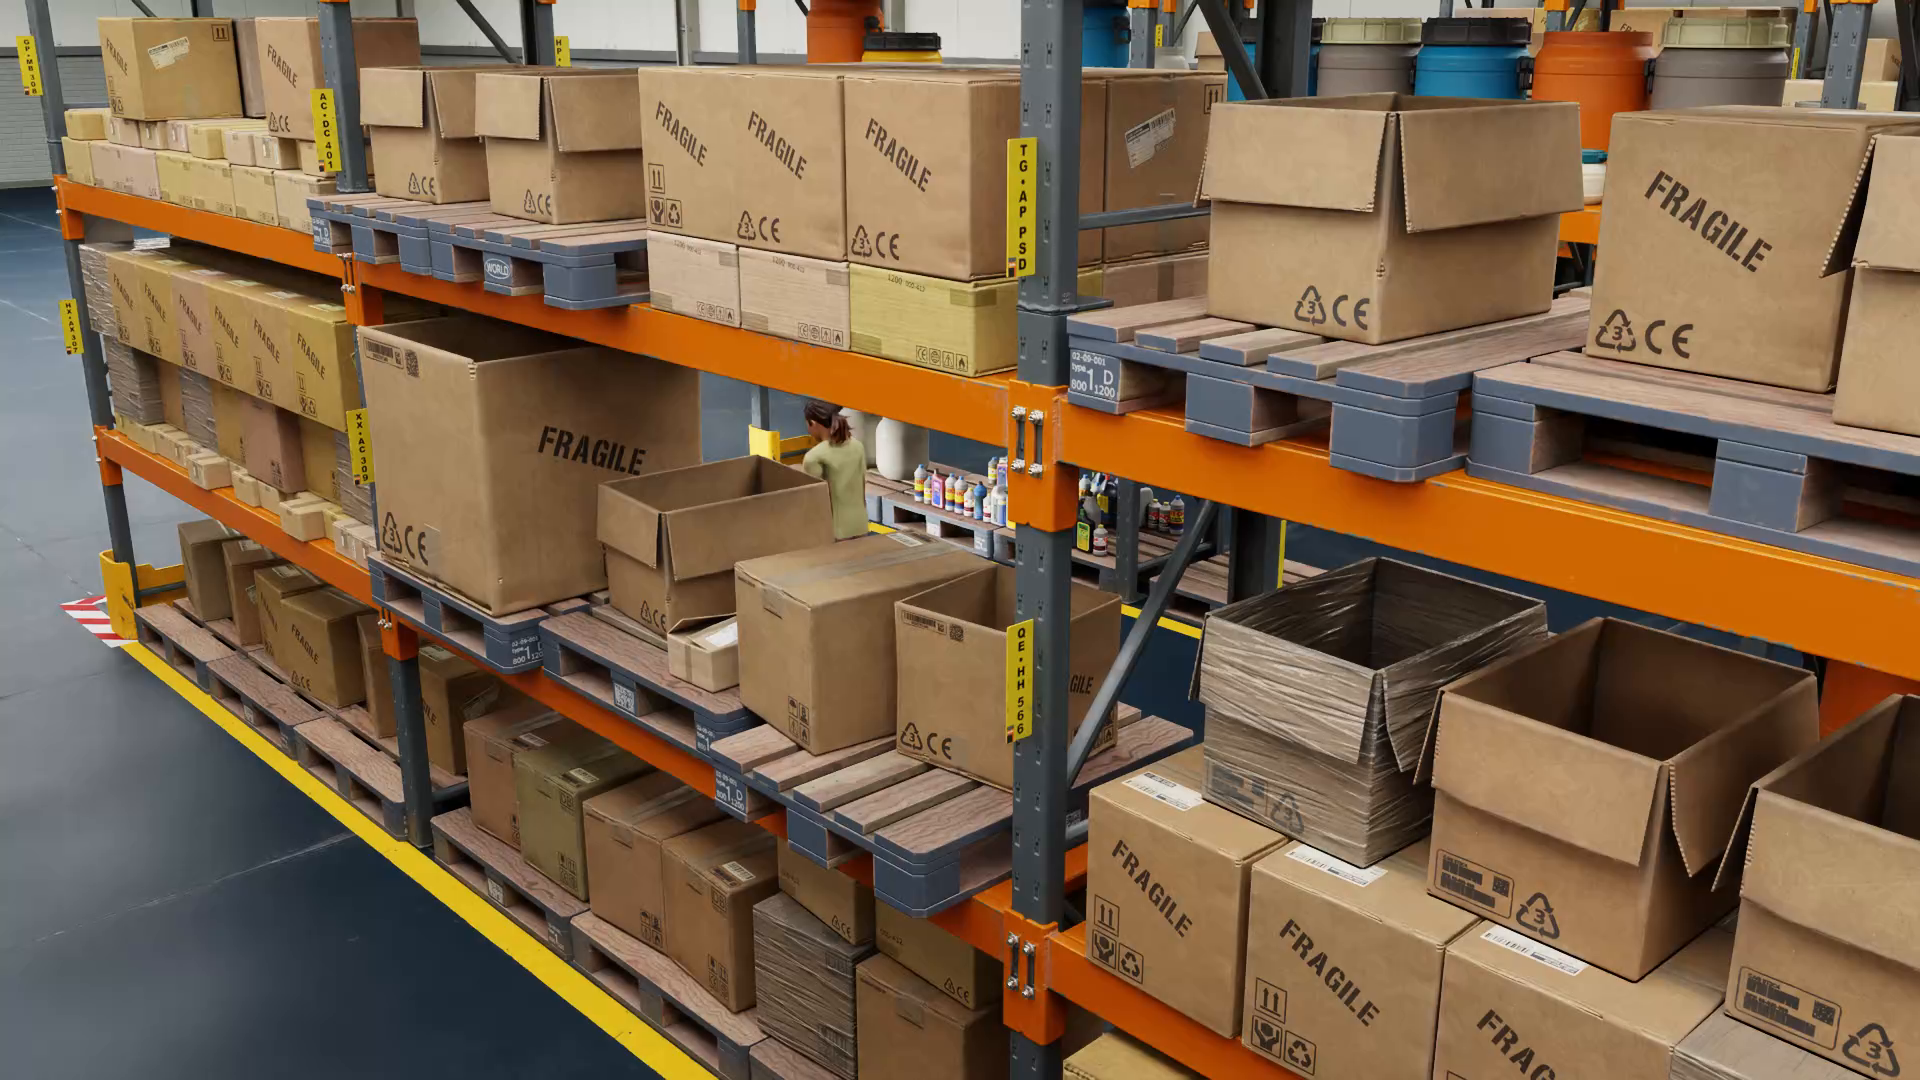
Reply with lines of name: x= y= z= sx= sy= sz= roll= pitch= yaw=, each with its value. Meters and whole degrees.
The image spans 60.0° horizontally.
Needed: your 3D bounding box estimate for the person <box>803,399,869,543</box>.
person: x=-0.751 y=-0.029 z=9.724 sx=0.467 sy=1.637 sz=0.368 roll=-15 pitch=23 yaw=-40
